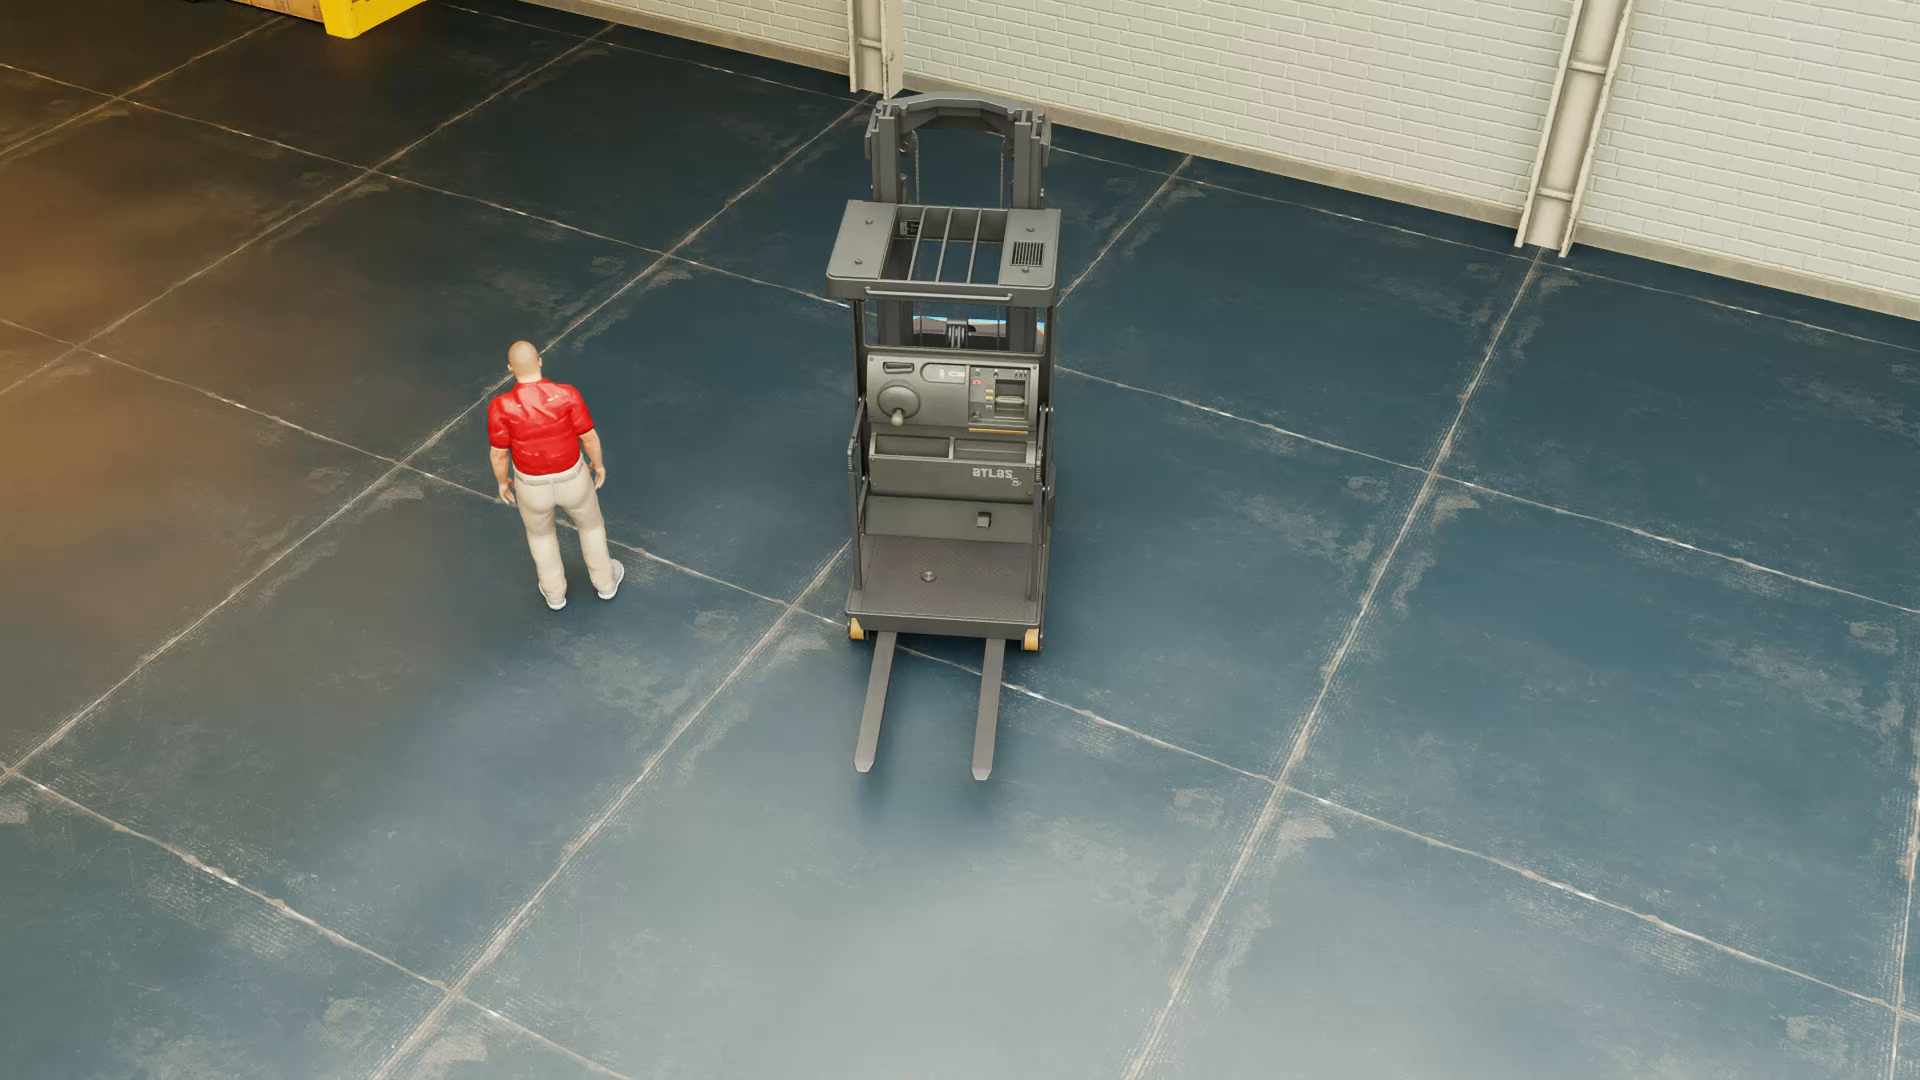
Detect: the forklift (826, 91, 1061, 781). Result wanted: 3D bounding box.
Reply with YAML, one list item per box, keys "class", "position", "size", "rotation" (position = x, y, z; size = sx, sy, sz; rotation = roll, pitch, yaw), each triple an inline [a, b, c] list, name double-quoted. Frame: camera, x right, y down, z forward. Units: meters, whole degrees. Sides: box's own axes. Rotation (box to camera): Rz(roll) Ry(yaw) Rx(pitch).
- class: "forklift"
  position: [-0.058, -0.718, 8.839]
  size: [1.130, 2.935, 3.031]
  rotation: [3, 40, 4]

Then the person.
- class: "person"
  position: [-2.288, -0.348, 9.333]
  size: [0.603, 1.727, 0.389]
  rotation: [-10, 41, -12]
